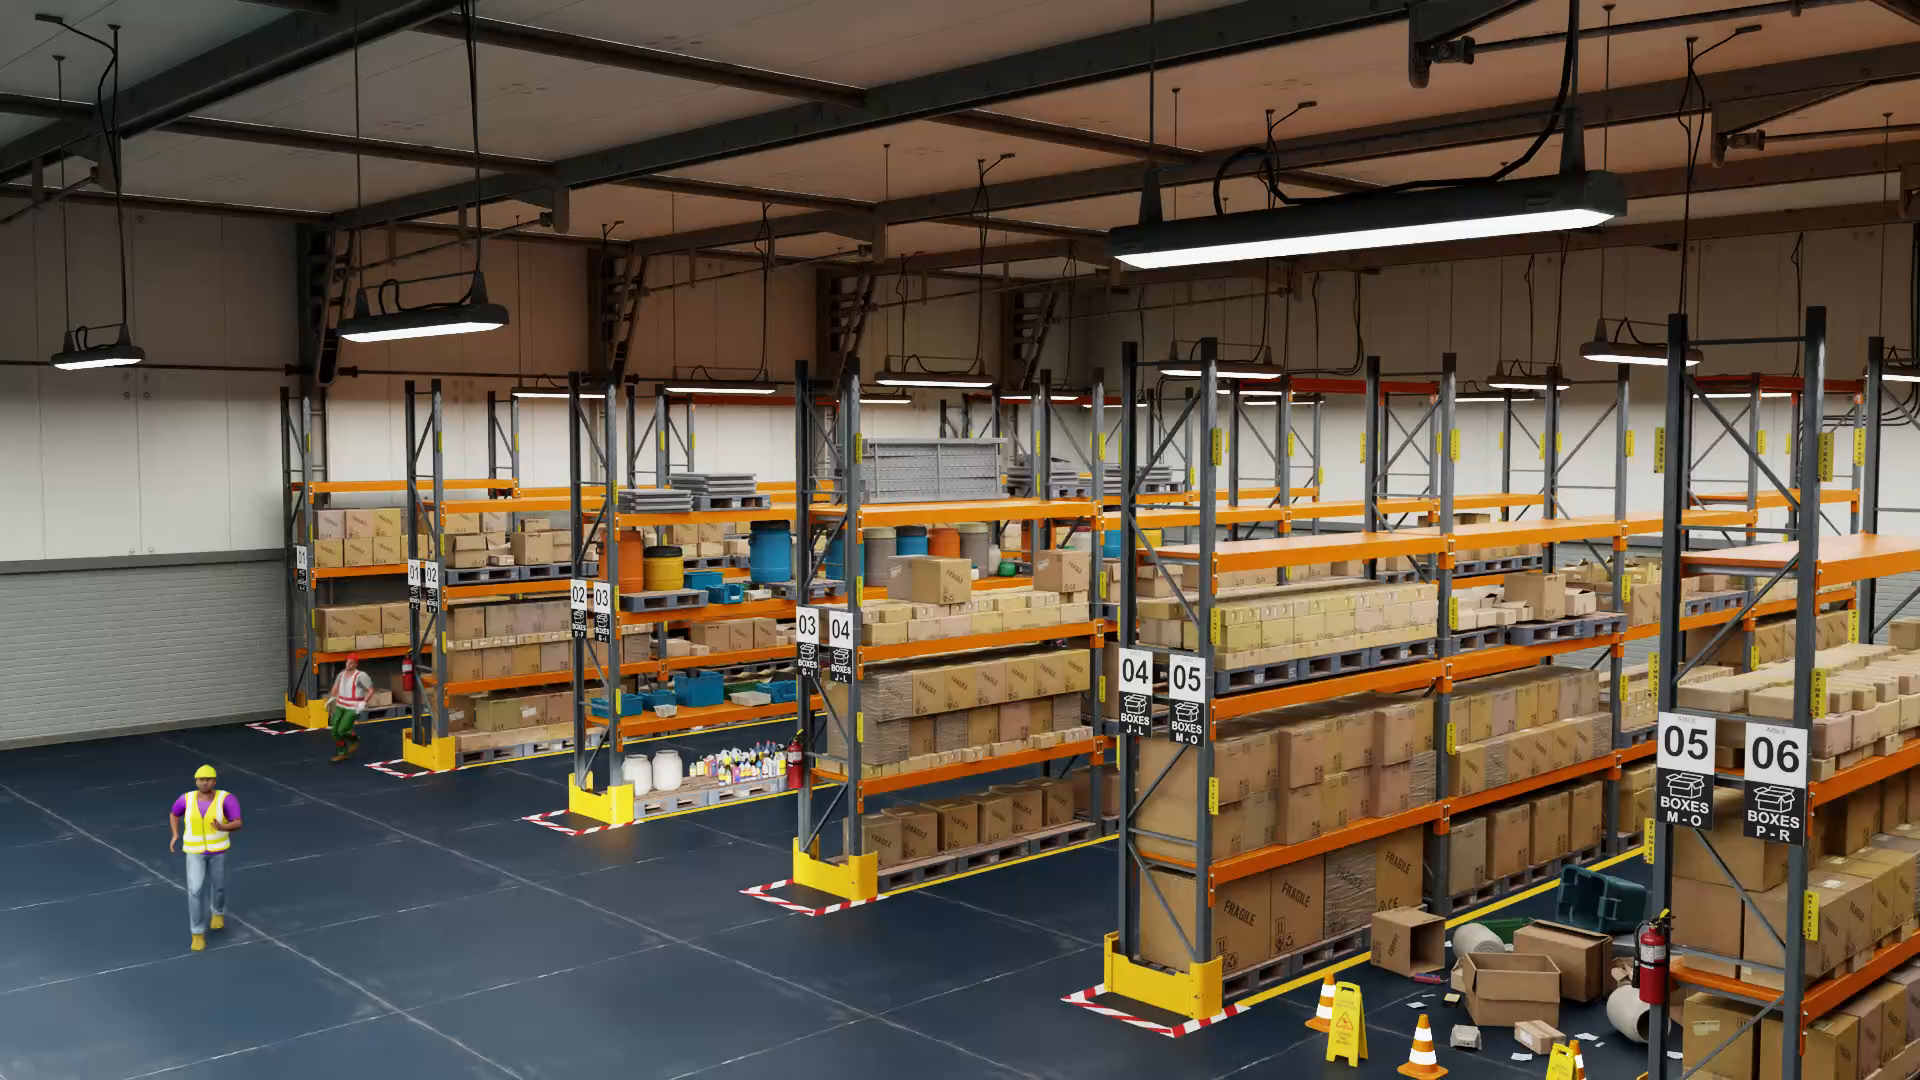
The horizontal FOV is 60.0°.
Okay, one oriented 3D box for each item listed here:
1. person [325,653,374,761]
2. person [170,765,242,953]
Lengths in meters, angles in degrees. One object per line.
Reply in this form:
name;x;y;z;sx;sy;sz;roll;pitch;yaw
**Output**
person;-9.623;2.637;26.203;0.707;1.724;0.555;1;4;21
person;-7.663;3.192;16.923;0.677;1.823;0.807;-2;4;-23
